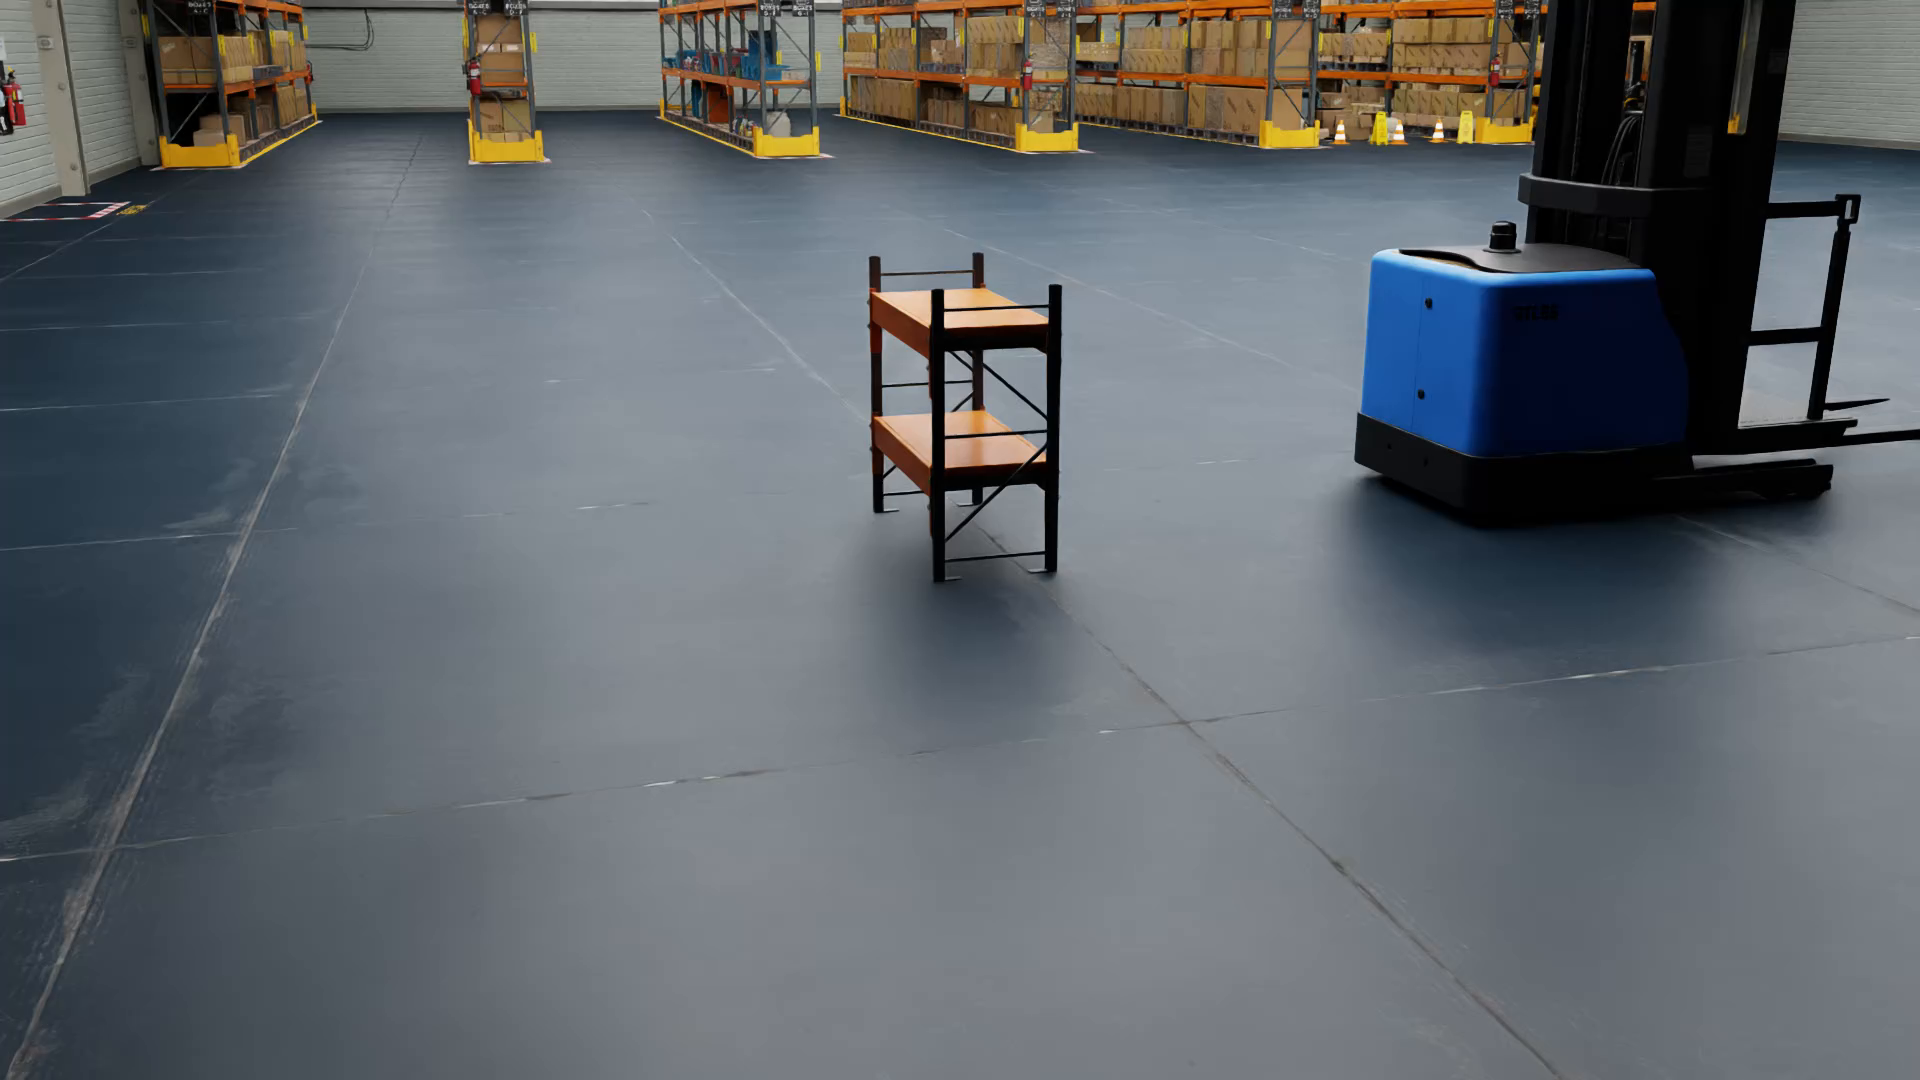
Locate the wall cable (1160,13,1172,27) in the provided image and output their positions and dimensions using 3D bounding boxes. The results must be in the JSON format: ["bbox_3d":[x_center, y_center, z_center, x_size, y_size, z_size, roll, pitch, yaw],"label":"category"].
[{"bbox_3d":[6.590,-16.197,53.893,0.588,1.984,0.122,-5,17,-15],"label":"wall cable"}]

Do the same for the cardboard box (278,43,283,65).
[{"bbox_3d":[-14.974,-10.503,35.979,0.500,0.500,0.500,-5,17,-16],"label":"cardboard box"}]

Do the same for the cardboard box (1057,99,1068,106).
[{"bbox_3d":[2.777,-11.552,43.903,0.380,0.149,0.250,-4,17,-14],"label":"cardboard box"}]

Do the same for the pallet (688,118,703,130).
[{"bbox_3d":[-5.879,-9.865,39.428,1.003,0.211,1.213,-5,17,-15],"label":"pallet"}]

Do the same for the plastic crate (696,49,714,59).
[{"bbox_3d":[-6.394,-12.082,41.744,0.402,0.464,0.583,-5,17,-15],"label":"plastic crate"}]

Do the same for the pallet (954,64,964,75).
[{"bbox_3d":[0.501,-10.065,35.580,1.003,0.211,1.213,-5,17,-15],"label":"pallet"}]

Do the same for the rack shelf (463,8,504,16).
[{"bbox_3d":[-11.703,-13.010,41.087,1.077,0.370,4.000,-5,17,-15],"label":"rack shelf"}]

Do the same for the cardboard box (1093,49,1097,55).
[{"bbox_3d":[3.477,-11.944,40.692,0.380,0.149,0.250,-5,17,-15],"label":"cardboard box"}]

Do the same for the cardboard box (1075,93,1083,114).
[{"bbox_3d":[3.265,-11.144,42.452,0.500,0.500,0.500,-4,17,-13],"label":"cardboard box"}]

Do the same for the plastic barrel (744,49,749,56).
[{"bbox_3d":[-4.243,-9.890,34.426,0.433,0.535,0.433,0,17,0],"label":"plastic barrel"}]

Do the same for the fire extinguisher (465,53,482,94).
[{"bbox_3d":[-8.270,-7.939,28.303,0.296,0.674,0.183,-5,17,-15],"label":"fire extinguisher"}]

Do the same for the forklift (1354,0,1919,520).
[{"bbox_3d":[3.463,-1.718,7.575,3.031,2.935,1.130,-5,17,-17],"label":"forklift"}]

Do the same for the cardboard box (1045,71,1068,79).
[{"bbox_3d":[1.821,-8.805,31.488,0.380,0.149,0.250,-5,17,-15],"label":"cardboard box"}]

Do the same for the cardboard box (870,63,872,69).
[{"bbox_3d":[-2.097,-12.157,42.646,0.380,0.149,0.250,-4,17,-14],"label":"cardboard box"}]

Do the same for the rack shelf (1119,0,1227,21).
[{"bbox_3d":[4.818,-11.944,37.537,1.077,0.370,4.000,-5,17,-15],"label":"rack shelf"}]

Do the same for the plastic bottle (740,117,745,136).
[{"bbox_3d":[-4.199,-8.059,32.407,0.144,0.351,0.185,-5,17,-16],"label":"plastic bottle"}]

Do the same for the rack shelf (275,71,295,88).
[{"bbox_3d":[-15.366,-10.075,36.528,1.077,0.370,4.000,-5,17,-15],"label":"rack shelf"}]

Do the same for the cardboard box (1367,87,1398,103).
[{"bbox_3d":[12.133,-12.731,47.737,0.700,0.500,0.500,-5,18,-17],"label":"cardboard box"}]

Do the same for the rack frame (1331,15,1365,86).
[{"bbox_3d":[11.573,-14.431,49.779,1.000,3.000,0.127,-5,17,-15],"label":"rack frame"}]

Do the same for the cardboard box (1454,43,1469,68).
[{"bbox_3d":[10.652,-10.069,34.568,0.500,0.500,0.500,-5,17,-15],"label":"cardboard box"}]

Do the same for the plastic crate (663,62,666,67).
[{"bbox_3d":[-7.729,-12.575,43.955,0.250,0.136,0.298,-5,17,-15],"label":"plastic crate"}]

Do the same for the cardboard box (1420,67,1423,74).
[{"bbox_3d":[10.237,-10.206,36.151,0.380,0.149,0.250,-5,17,-16],"label":"cardboard box"}]

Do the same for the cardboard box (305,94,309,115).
[{"bbox_3d":[-16.726,-10.897,41.631,0.700,0.500,0.500,-5,17,-15],"label":"cardboard box"}]

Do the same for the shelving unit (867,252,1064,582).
[{"bbox_3d":[-0.002,-0.541,6.796,0.538,1.125,1.048,-5,17,-15],"label":"shelving unit"}]

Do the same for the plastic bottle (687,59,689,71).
[{"bbox_3d":[-6.455,-11.319,39.623,0.061,0.283,0.133,-5,17,-15],"label":"plastic bottle"}]

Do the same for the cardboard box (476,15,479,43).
[{"bbox_3d":[-8.136,-9.005,29.287,0.700,0.500,0.500,-5,17,-17],"label":"cardboard box"}]

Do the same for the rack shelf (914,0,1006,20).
[{"bbox_3d":[0.022,-11.580,36.324,1.077,0.370,4.000,-5,17,-15],"label":"rack shelf"}]

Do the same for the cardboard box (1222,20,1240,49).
[{"bbox_3d":[5.869,-10.334,34.002,0.875,0.550,0.500,-5,17,-15],"label":"cardboard box"}]

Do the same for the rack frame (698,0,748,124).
[{"bbox_3d":[-5.290,-10.649,37.190,1.000,3.000,0.127,-5,17,-15],"label":"rack frame"}]

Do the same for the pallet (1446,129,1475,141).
[{"bbox_3d":[10.989,-8.525,34.964,1.003,0.211,1.213,-5,17,-15],"label":"pallet"}]

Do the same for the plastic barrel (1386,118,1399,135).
[{"bbox_3d":[9.176,-8.829,35.610,0.512,0.421,0.421,7,18,23],"label":"plastic barrel"}]

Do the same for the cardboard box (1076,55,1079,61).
[{"bbox_3d":[3.121,-12.161,41.931,0.380,0.149,0.250,-5,18,-18],"label":"cardboard box"}]

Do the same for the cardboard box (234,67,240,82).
[{"bbox_3d":[-12.737,-8.035,28.713,0.500,0.250,0.500,-5,17,-16],"label":"cardboard box"}]

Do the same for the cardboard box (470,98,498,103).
[{"bbox_3d":[-8.853,-7.966,31.004,0.500,0.500,0.500,-5,17,-15],"label":"cardboard box"}]

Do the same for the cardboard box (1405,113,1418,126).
[{"bbox_3d":[10.160,-9.271,36.651,0.500,0.250,0.500,-4,17,-12],"label":"cardboard box"}]

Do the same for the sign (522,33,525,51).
[{"bbox_3d":[-8.421,-9.649,32.218,0.100,0.325,0.005,-5,17,-15],"label":"sign"}]

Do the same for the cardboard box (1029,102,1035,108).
[{"bbox_3d":[2.097,-12.070,46.146,0.380,0.149,0.250,-4,17,-15],"label":"cardboard box"}]

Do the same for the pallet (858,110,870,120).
[{"bbox_3d":[-2.100,-11.366,44.425,1.003,0.211,1.213,-5,17,-15],"label":"pallet"}]

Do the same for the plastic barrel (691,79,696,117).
[{"bbox_3d":[-6.256,-10.800,40.610,0.600,0.901,0.708,-5,17,-15],"label":"plastic barrel"}]

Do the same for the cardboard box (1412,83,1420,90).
[{"bbox_3d":[10.122,-9.906,36.335,0.380,0.149,0.250,-4,17,-13],"label":"cardboard box"}]

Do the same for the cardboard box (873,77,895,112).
[{"bbox_3d":[-1.732,-11.520,43.051,0.875,0.875,0.875,-5,17,-15],"label":"cardboard box"}]

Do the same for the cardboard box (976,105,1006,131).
[{"bbox_3d":[0.643,-8.825,34.731,0.500,0.500,0.500,-5,18,-17],"label":"cardboard box"}]

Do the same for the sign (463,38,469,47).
[{"bbox_3d":[-9.474,-9.623,31.900,0.100,0.325,0.005,-5,17,-15],"label":"sign"}]

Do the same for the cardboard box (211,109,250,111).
[{"bbox_3d":[-14.125,-8.114,32.332,0.700,0.500,0.500,-5,17,-16],"label":"cardboard box"}]

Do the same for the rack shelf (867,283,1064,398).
[{"bbox_3d":[-0.002,-0.821,6.712,0.538,0.278,1.000,-5,17,-15],"label":"rack shelf"}]

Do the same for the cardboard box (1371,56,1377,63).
[{"bbox_3d":[9.637,-10.994,38.043,0.380,0.149,0.250,-5,17,-17],"label":"cardboard box"}]

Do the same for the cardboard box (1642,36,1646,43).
[{"bbox_3d":[15.242,-11.012,36.580,0.380,0.149,0.250,-4,17,-14],"label":"cardboard box"}]

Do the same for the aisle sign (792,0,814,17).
[{"bbox_3d":[-2.790,-9.685,29.460,0.394,0.787,0.004,-5,17,-15],"label":"aisle sign"}]

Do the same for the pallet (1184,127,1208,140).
[{"bbox_3d":[5.502,-8.747,35.703,1.003,0.211,1.213,-5,17,-15],"label":"pallet"}]

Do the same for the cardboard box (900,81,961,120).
[{"bbox_3d":[-0.698,-10.417,39.380,1.225,0.875,0.875,-6,18,-18],"label":"cardboard box"}]

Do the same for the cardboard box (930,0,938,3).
[{"bbox_3d":[-0.352,-11.972,36.641,0.500,0.250,0.500,-4,17,-14],"label":"cardboard box"}]

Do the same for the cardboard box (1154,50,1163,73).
[{"bbox_3d":[4.690,-10.749,37.349,0.500,0.500,0.500,-5,17,-15],"label":"cardboard box"}]
